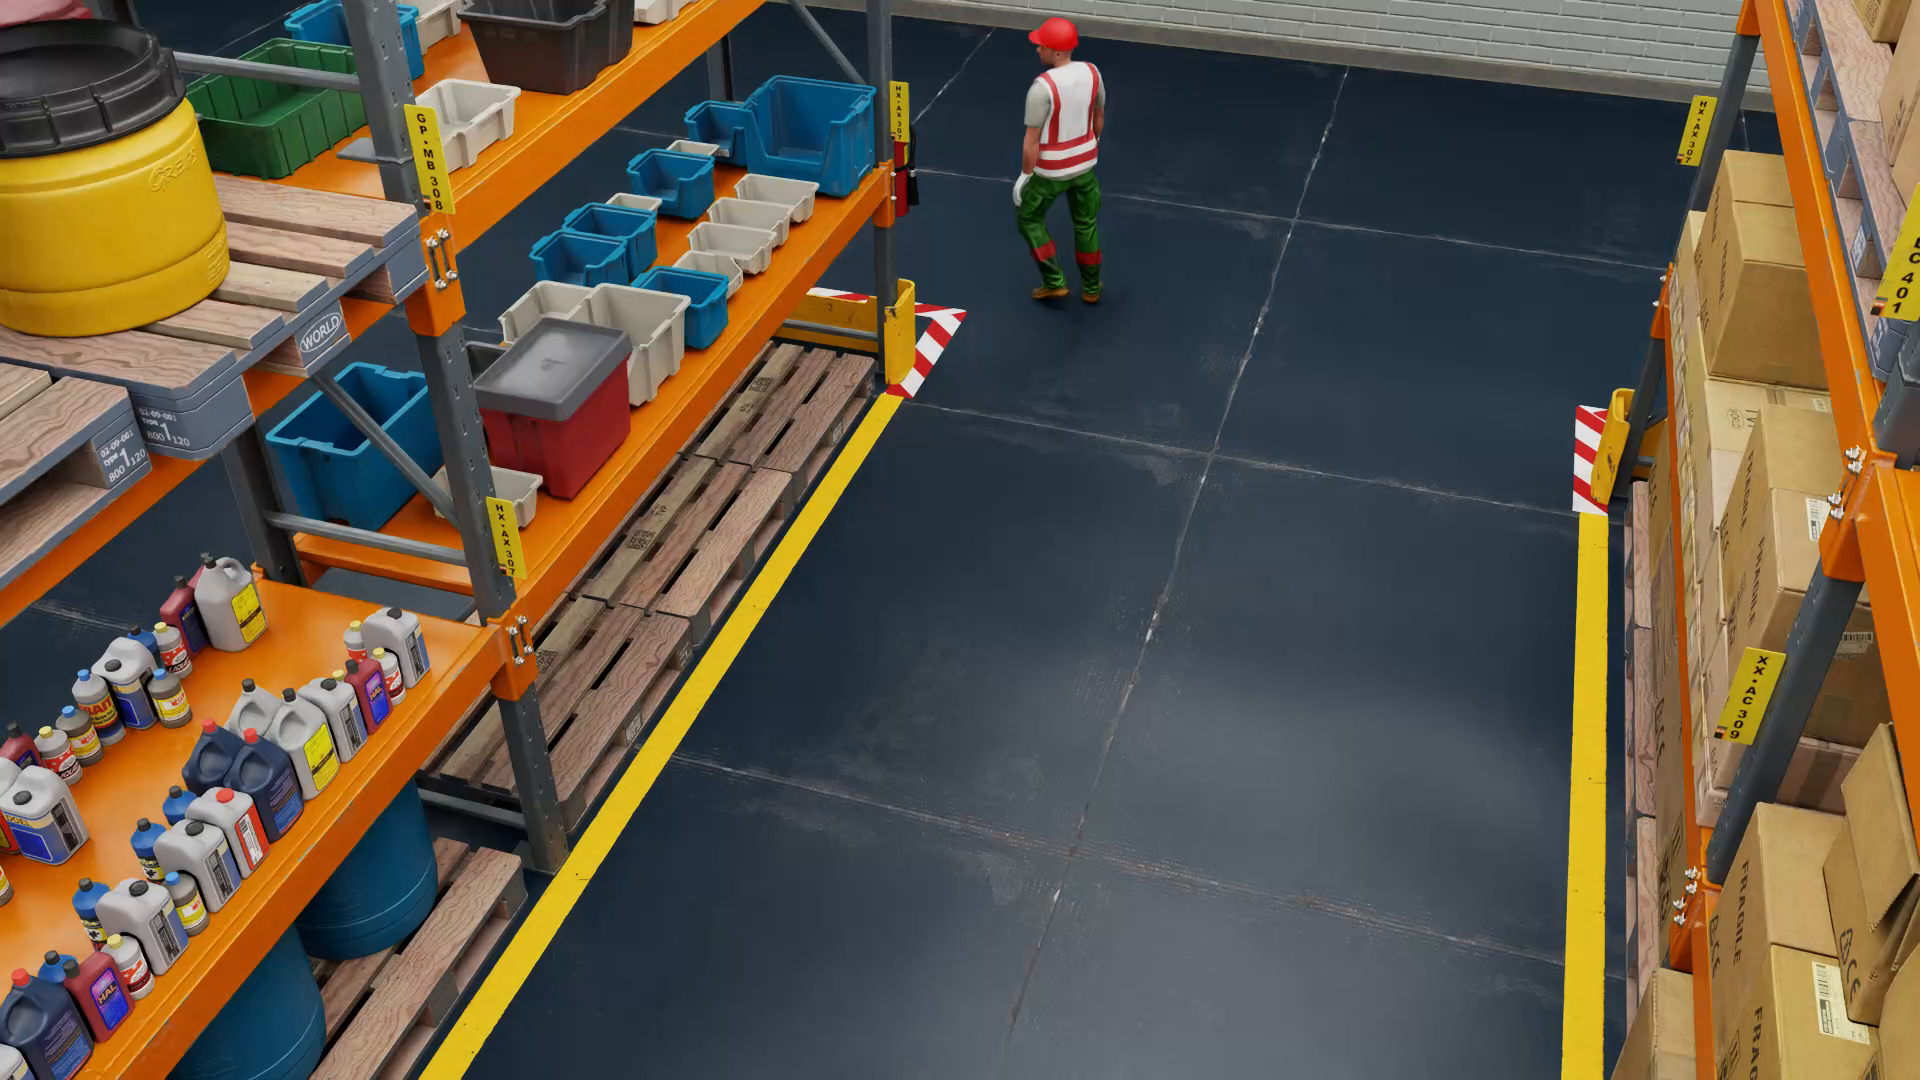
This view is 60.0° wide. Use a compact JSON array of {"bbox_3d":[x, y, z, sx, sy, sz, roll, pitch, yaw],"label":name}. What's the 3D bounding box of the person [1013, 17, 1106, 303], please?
[{"bbox_3d":[0.589,-2.222,9.839,0.717,1.798,0.467,-17,40,-21],"label":"person"}]
